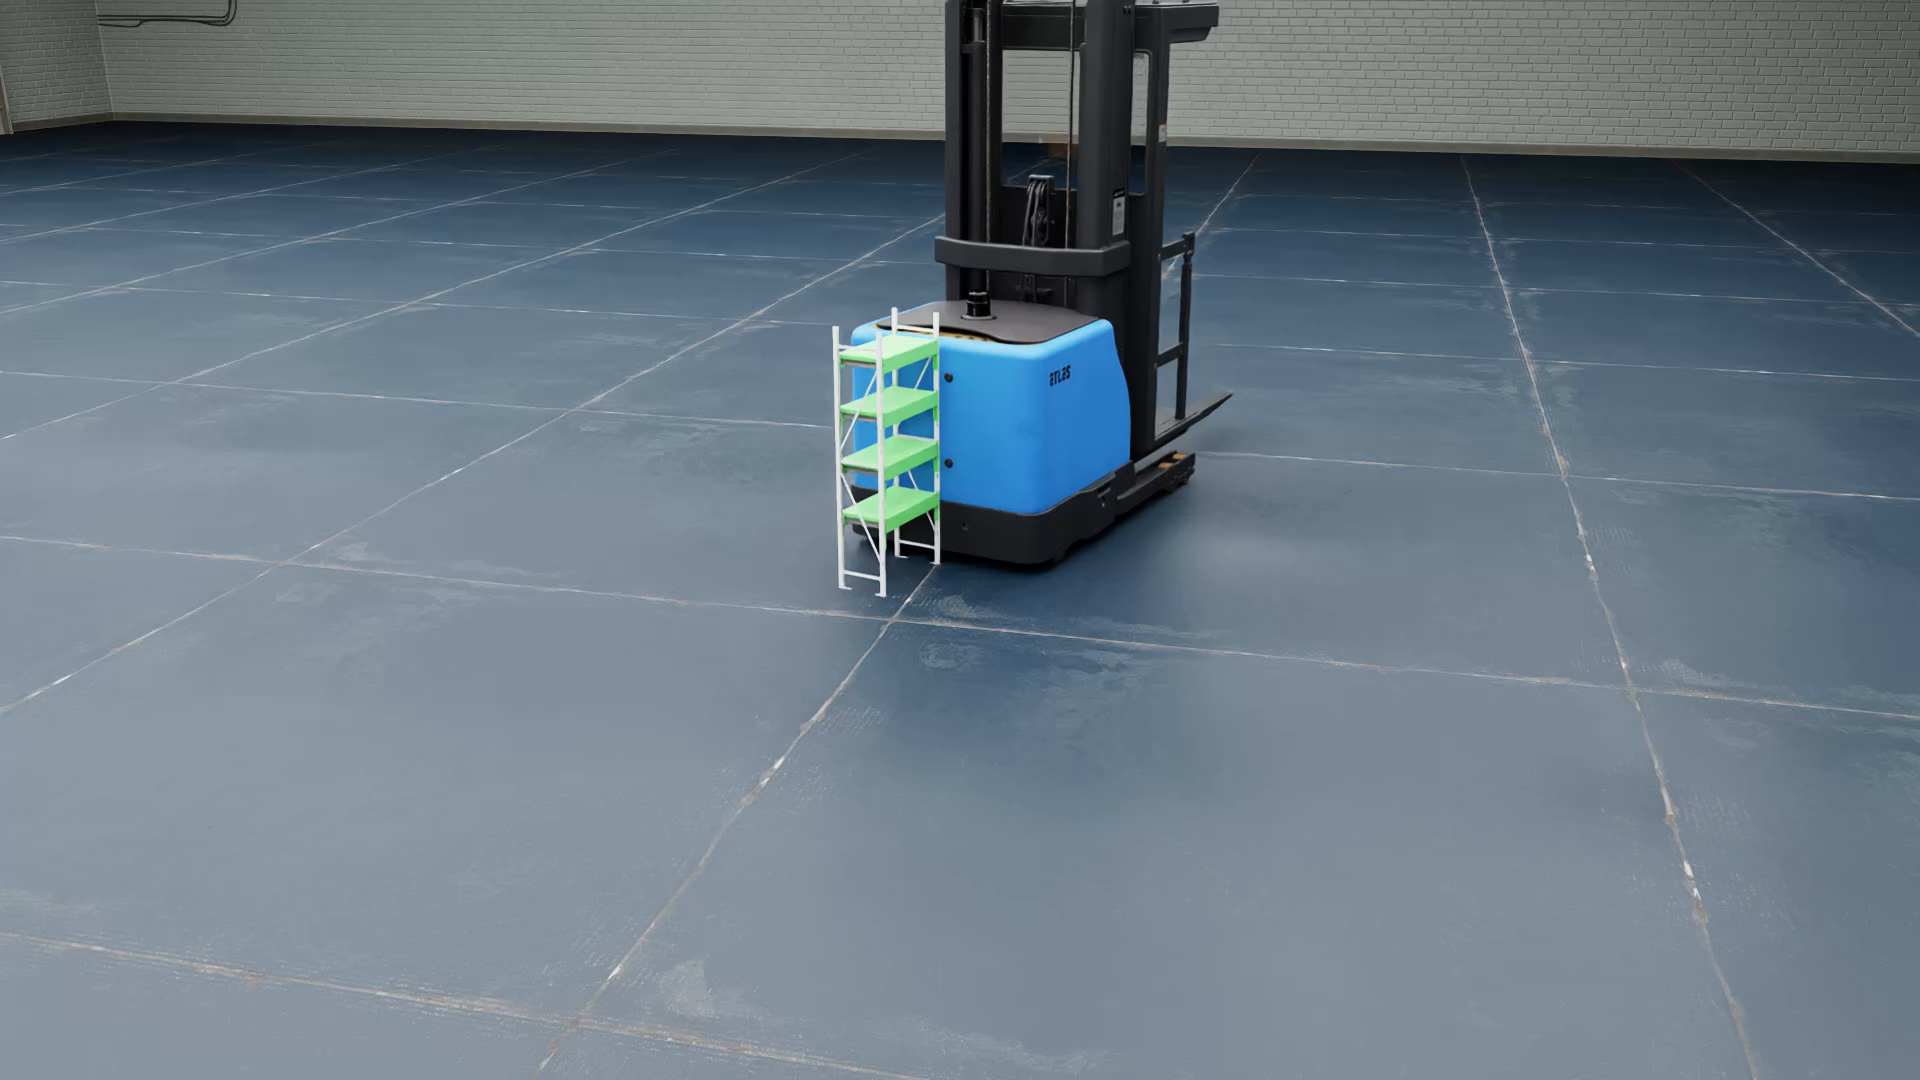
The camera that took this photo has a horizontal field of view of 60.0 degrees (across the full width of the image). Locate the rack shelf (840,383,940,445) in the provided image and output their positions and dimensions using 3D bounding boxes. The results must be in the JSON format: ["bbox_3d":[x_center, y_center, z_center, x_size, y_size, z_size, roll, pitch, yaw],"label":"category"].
[{"bbox_3d":[-0.321,-0.566,7.444,0.258,0.148,0.480,10,21,27],"label":"rack shelf"}]

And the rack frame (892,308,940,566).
[{"bbox_3d":[-0.202,-0.468,7.703,0.240,1.200,0.015,10,21,27],"label":"rack frame"}]

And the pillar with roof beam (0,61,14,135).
[{"bbox_3d":[-12.390,-10.896,26.167,9.100,9.000,0.400,5,19,13],"label":"pillar with roof beam"}]

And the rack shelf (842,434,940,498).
[{"bbox_3d":[-0.321,-0.339,7.522,0.258,0.148,0.480,10,21,27],"label":"rack shelf"}]

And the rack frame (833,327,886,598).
[{"bbox_3d":[-0.439,-0.331,7.299,0.240,1.200,0.015,10,21,27],"label":"rack frame"}]

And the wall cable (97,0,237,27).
[{"bbox_3d":[-14.562,-10.586,30.062,3.097,2.526,0.112,5,19,13],"label":"wall cable"}]

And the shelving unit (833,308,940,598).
[{"bbox_3d":[-0.321,-0.399,7.501,0.258,1.200,0.503,10,21,27],"label":"shelving unit"}]

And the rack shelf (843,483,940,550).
[{"bbox_3d":[-0.321,-0.112,7.599,0.258,0.148,0.480,10,21,27],"label":"rack shelf"}]

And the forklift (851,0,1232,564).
[{"bbox_3d":[0.631,-1.704,8.641,1.130,2.935,3.031,10,21,27],"label":"forklift"}]

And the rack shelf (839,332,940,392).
[{"bbox_3d":[-0.321,-0.793,7.366,0.258,0.148,0.480,10,21,27],"label":"rack shelf"}]
